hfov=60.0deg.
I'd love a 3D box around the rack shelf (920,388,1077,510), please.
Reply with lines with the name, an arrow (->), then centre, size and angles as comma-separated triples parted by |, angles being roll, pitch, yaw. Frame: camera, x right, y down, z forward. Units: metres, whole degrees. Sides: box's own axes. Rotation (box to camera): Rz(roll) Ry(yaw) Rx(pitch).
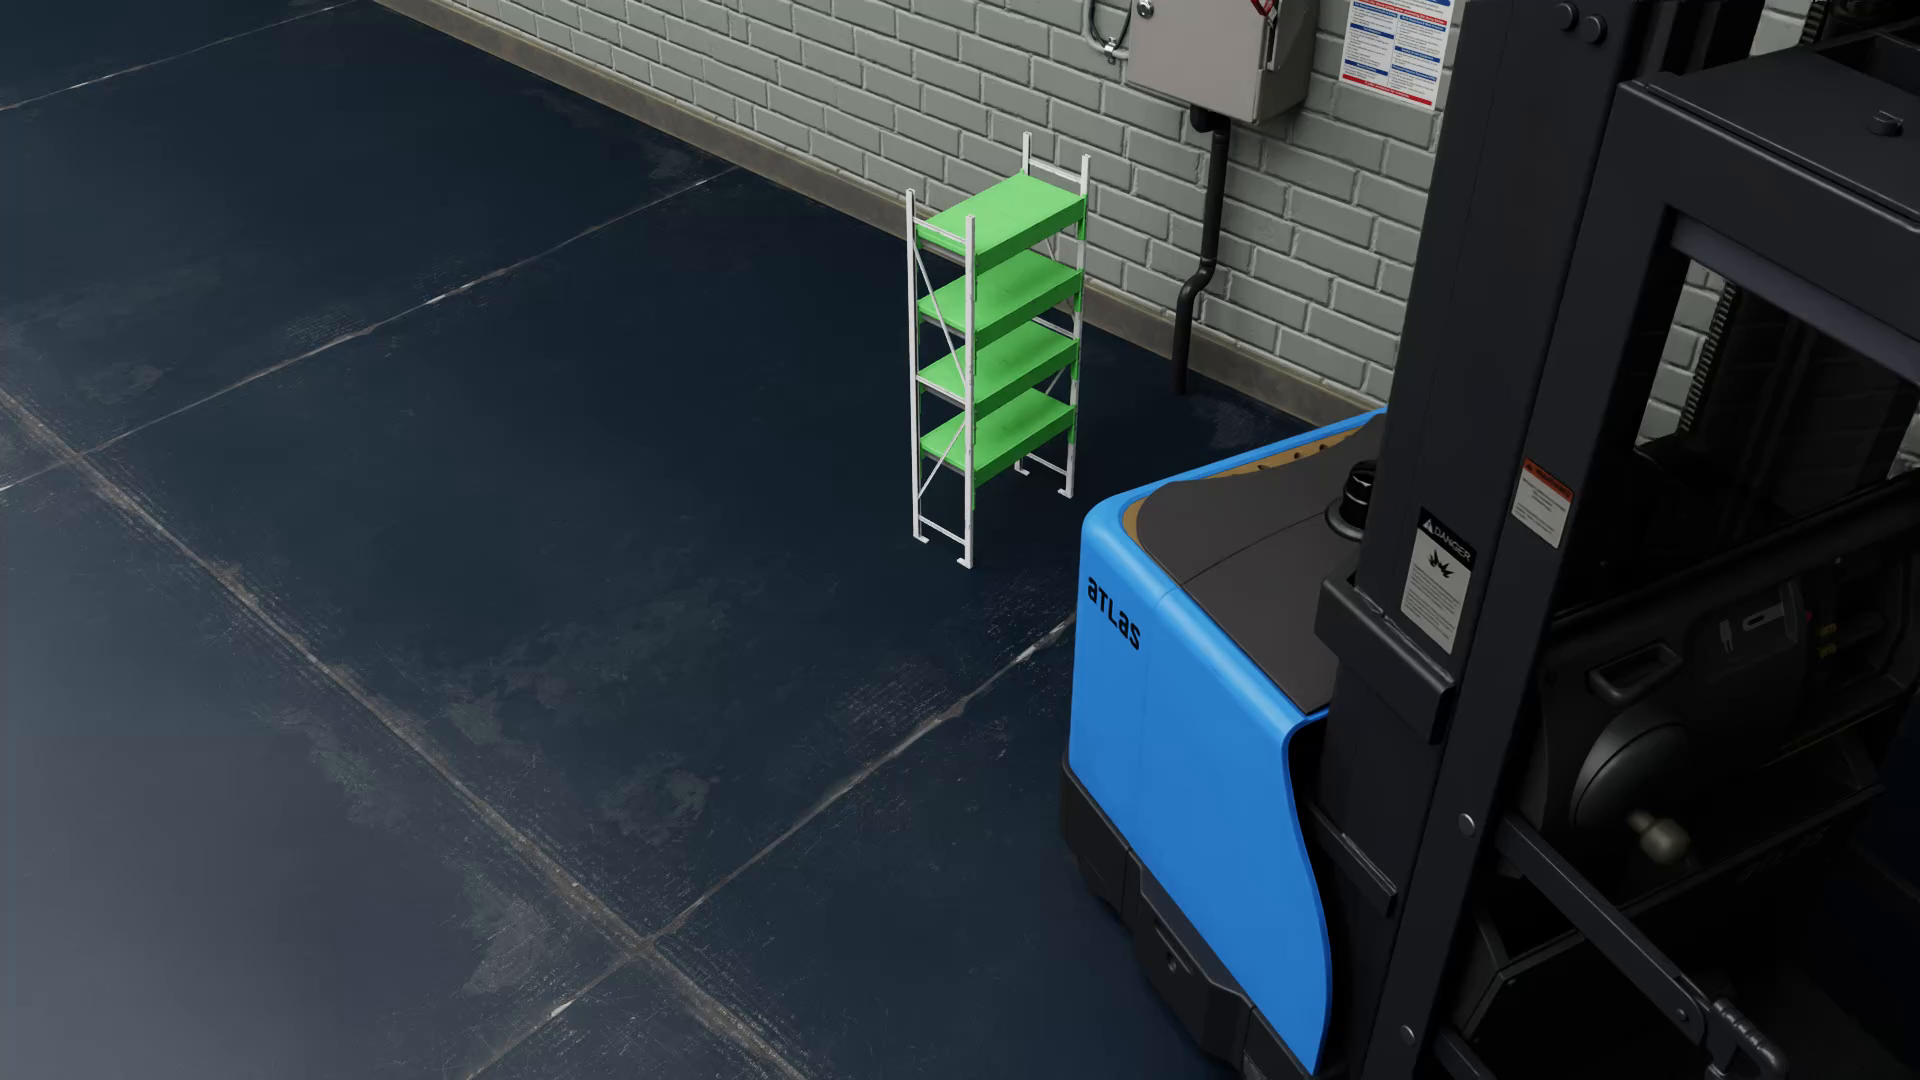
rack shelf -> 0.112, -0.308, 5.161 | 0.258, 0.148, 0.480 | 30, 47, 32

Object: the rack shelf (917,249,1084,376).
rack shelf -> 0.112, -0.684, 4.863 | 0.258, 0.148, 0.480 | 30, 47, 32

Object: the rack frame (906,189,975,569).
rack frame -> -0.053, -0.434, 4.831 | 0.240, 1.200, 0.015 | 30, 47, 32

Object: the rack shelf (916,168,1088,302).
rack shelf -> 0.112, -0.871, 4.713 | 0.258, 0.148, 0.480 | 30, 47, 32

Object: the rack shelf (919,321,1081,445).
rack shelf -> 0.112, -0.496, 5.012 | 0.258, 0.148, 0.480 | 30, 47, 32

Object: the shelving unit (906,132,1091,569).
shelving unit -> 0.112, -0.546, 4.972 | 0.258, 1.200, 0.503 | 30, 47, 32

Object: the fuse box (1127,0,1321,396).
fuse box -> 0.773, -1.174, 5.351 | 0.539, 1.711, 0.414 | 30, 47, 32

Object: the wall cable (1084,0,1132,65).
wall cable -> 0.375, -2.435, 5.085 | 0.588, 1.984, 0.122 | 30, 47, 32

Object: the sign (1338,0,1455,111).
sign -> 1.277, -1.529, 4.839 | 0.329, 0.494, 0.001 | 30, 47, 32

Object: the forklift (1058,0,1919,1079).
forklift -> 1.379, 0.290, 2.531 | 1.130, 2.935, 3.031 | -18, 42, -21

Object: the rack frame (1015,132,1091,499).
rack frame -> 0.276, -0.658, 5.113 | 0.240, 1.200, 0.015 | 30, 47, 32
